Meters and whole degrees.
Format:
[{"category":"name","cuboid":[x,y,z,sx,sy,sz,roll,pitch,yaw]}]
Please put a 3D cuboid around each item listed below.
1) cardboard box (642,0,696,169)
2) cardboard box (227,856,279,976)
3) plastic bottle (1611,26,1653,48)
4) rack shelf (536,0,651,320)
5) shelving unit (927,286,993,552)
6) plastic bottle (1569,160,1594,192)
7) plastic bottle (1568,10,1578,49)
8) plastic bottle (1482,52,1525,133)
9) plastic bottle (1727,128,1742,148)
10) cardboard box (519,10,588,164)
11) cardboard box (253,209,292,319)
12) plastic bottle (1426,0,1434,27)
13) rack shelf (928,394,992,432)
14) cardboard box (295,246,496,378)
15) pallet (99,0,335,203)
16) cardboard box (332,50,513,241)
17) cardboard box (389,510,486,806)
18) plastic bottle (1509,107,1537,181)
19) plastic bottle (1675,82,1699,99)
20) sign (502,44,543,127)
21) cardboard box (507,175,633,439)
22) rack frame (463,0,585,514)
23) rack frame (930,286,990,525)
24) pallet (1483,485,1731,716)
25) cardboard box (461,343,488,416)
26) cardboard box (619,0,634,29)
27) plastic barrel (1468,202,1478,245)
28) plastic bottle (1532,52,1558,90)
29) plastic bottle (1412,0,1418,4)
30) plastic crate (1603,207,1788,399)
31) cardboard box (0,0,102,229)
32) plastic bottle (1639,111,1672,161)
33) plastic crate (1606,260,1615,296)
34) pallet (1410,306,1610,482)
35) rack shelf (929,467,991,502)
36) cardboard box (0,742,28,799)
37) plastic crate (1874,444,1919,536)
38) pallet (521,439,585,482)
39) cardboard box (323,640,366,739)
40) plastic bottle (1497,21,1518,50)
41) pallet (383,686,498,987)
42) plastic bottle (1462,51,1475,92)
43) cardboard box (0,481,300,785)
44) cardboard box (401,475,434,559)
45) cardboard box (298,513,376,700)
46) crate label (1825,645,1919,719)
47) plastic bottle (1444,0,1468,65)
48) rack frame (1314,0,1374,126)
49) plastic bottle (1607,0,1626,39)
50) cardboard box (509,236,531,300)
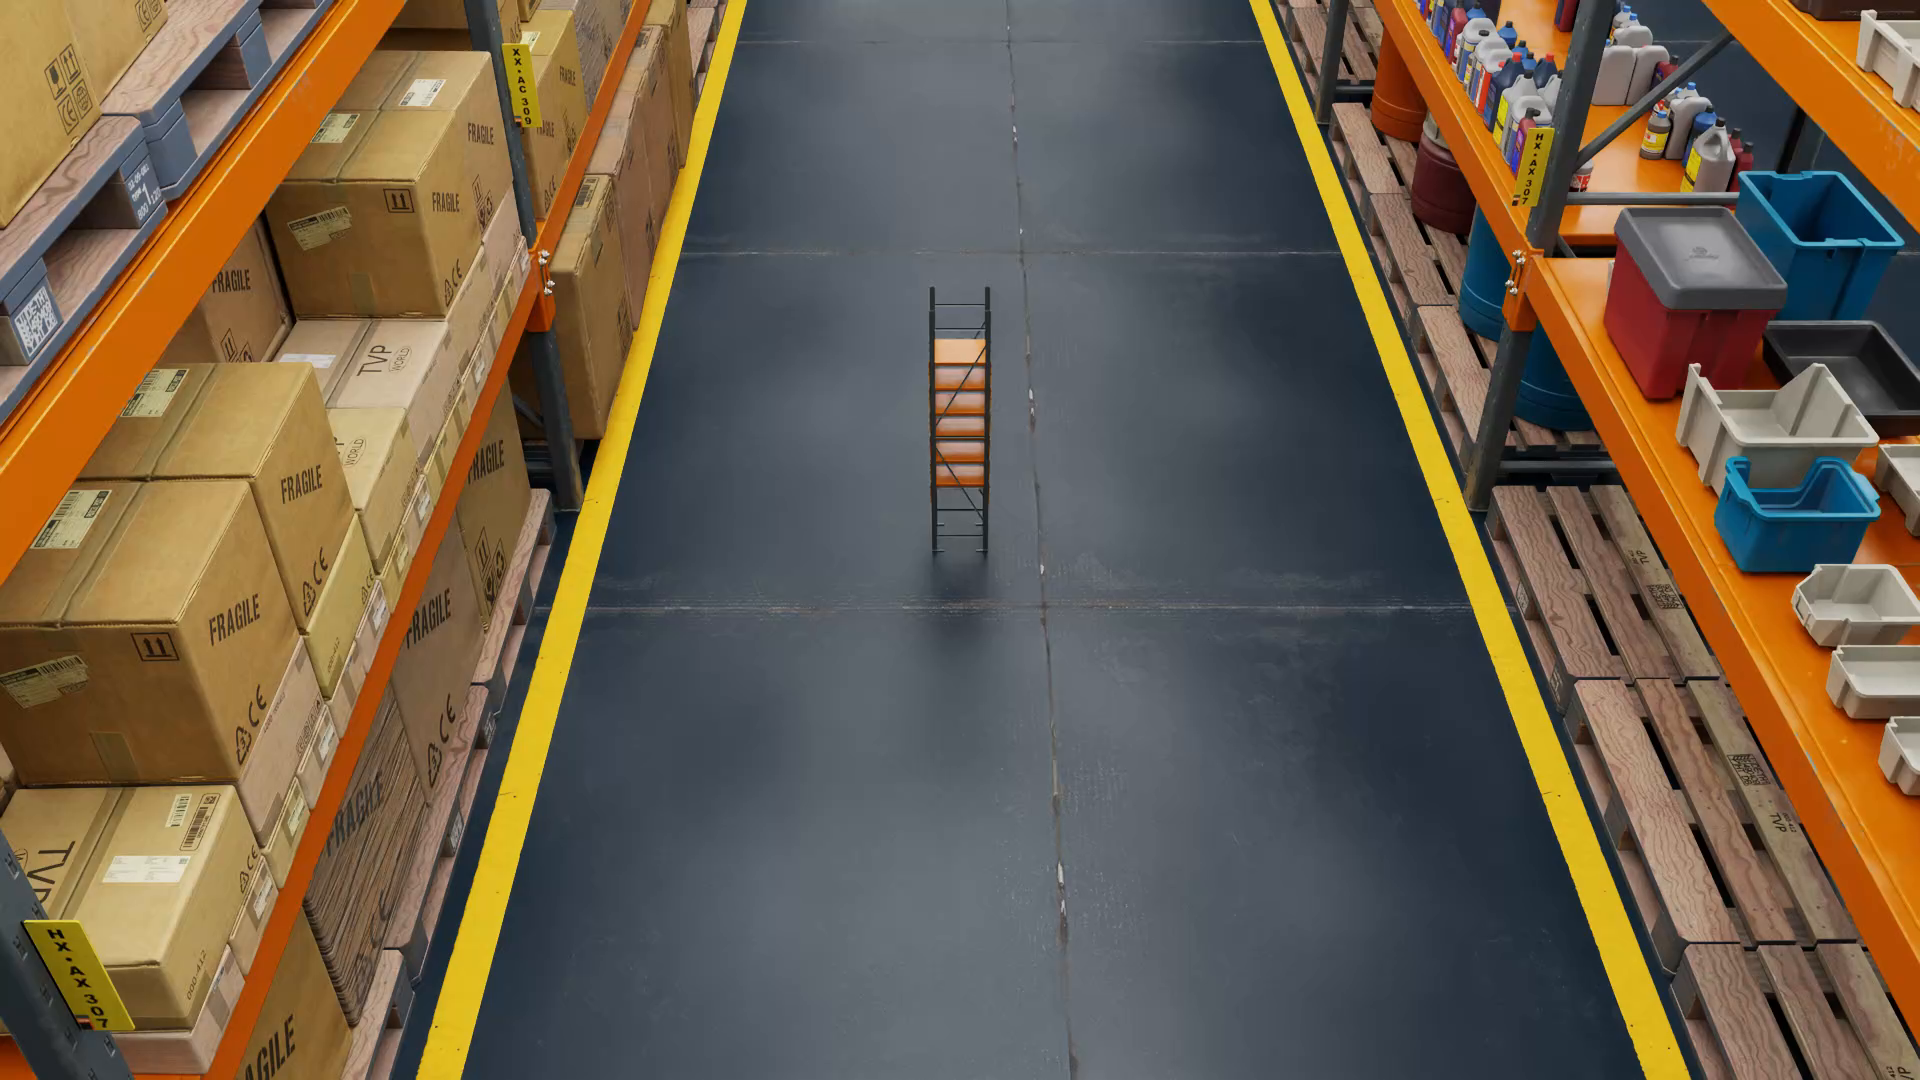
[{"category":"cardboard box","cuboid":[-2.214,-2.730,9.621,1.225,0.875,0.875,-2,39,-2]},{"category":"cardboard box","cuboid":[-1.857,0.891,3.940,0.380,0.149,0.250,-1,39,-1]},{"category":"plastic bottle","cuboid":[3.142,-2.294,7.814,0.152,0.276,0.135,0,39,0]},{"category":"rack shelf","cuboid":[-2.192,-2.295,8.291,1.077,0.370,4.000,0,39,0]},{"category":"shelving unit","cuboid":[0.000,-0.477,6.886,0.258,1.200,0.189,0,39,0]},{"category":"plastic bottle","cuboid":[2.564,-1.509,6.894,0.097,0.201,0.097,0,39,0]},{"category":"plastic bottle","cuboid":[3.025,-2.487,8.057,0.097,0.271,0.097,0,39,0]},{"category":"plastic bottle","cuboid":[2.435,-2.000,7.386,0.144,0.351,0.185,0,39,0]},{"category":"plastic bottle","cuboid":[3.189,-1.597,6.937,0.061,0.283,0.133,0,39,0]},{"category":"cardboard box","cuboid":[-1.942,-1.967,7.226,0.500,0.500,0.500,0,39,0]},{"category":"cardboard box","cuboid":[-2.452,-1.068,5.466,0.500,0.500,0.500,0,39,0]},{"category":"plastic bottle","cuboid":[2.410,-2.715,8.342,0.097,0.271,0.097,0,39,0]},{"category":"rack shelf","cuboid":[0.000,-0.536,6.839,0.258,0.103,0.180,0,39,0]},{"category":"cardboard box","cuboid":[-1.924,-0.784,5.711,0.500,0.250,0.500,1,39,1]},{"category":"pallet","cuboid":[-2.201,-1.189,4.007,1.003,0.211,1.213,0,39,0]},{"category":"cardboard box","cuboid":[-1.922,-1.388,5.866,0.500,0.500,0.500,1,39,1]},{"category":"cardboard box","cuboid":[-2.268,0.315,5.821,0.875,0.875,0.875,0,39,0]},{"category":"plastic bottle","cuboid":[2.393,-1.674,7.034,0.061,0.283,0.133,0,39,0]},{"category":"plastic bottle","cuboid":[3.170,-1.870,7.288,0.097,0.271,0.097,0,39,0]},{"category":"sign","cuboid":[-1.635,-1.696,6.212,0.100,0.325,0.005,0,39,0]},{"category":"cardboard box","cuboid":[-2.211,-1.060,7.538,1.225,0.875,0.875,0,39,0]},{"category":"rack frame","cuboid":[-2.190,-1.325,6.505,1.000,3.000,0.127,0,39,0]},{"category":"rack frame","cuboid":[0.000,-0.534,6.957,0.240,1.200,0.006,0,39,0]},{"category":"pallet","cuboid":[2.803,0.219,6.808,1.003,0.211,1.213,0,39,0]},{"category":"cardboard box","cuboid":[-1.861,-0.555,5.744,0.380,0.149,0.250,1,39,1]},{"category":"cardboard box","cuboid":[-1.948,-2.921,8.416,0.500,0.500,0.500,-1,39,-2]},{"category":"plastic barrel","cuboid":[2.867,-1.658,8.574,0.421,0.512,0.421,0,39,0]},{"category":"plastic bottle","cuboid":[2.579,-2.000,7.387,0.144,0.351,0.185,0,39,0]},{"category":"plastic bottle","cuboid":[2.409,-2.920,8.598,0.097,0.271,0.097,0,39,0]},{"category":"plastic crate","cuboid":[2.513,-0.819,5.774,0.402,0.464,0.583,0,39,0]},{"category":"cardboard box","cuboid":[-2.120,-0.914,3.097,0.700,0.500,0.500,-1,39,-2]},{"category":"plastic bottle","cuboid":[3.018,-1.758,7.204,0.097,0.201,0.097,0,39,0]},{"category":"plastic crate","cuboid":[2.621,-0.958,6.210,0.396,0.136,0.243,0,39,0]},{"category":"pallet","cuboid":[2.804,-0.723,7.984,1.003,0.211,1.213,0,39,0]},{"category":"rack shelf","cuboid":[0.000,-0.255,7.064,0.258,0.103,0.180,0,39,0]},{"category":"cardboard box","cuboid":[-2.451,0.498,4.112,0.500,0.250,0.500,-1,39,-1]},{"category":"plastic crate","cuboid":[3.066,-0.161,5.215,0.293,0.136,0.466,0,39,0]},{"category":"pallet","cuboid":[-2.266,-0.720,7.979,1.003,0.211,1.213,0,39,0]},{"category":"cardboard box","cuboid":[-1.859,0.409,4.542,0.380,0.149,0.250,-1,39,-1]},{"category":"plastic bottle","cuboid":[2.563,-2.310,7.837,0.097,0.271,0.097,0,39,0]},{"category":"pallet","cuboid":[-2.263,1.003,5.830,1.003,0.211,1.213,0,39,0]},{"category":"plastic bottle","cuboid":[2.411,-2.198,7.753,0.097,0.201,0.097,0,39,0]},{"category":"cardboard box","cuboid":[-1.916,0.213,3.868,0.500,0.500,0.500,-1,39,-1]},{"category":"cardboard box","cuboid":[-1.861,-0.074,5.145,0.380,0.149,0.250,1,39,1]},{"category":"cardboard box","cuboid":[-1.920,0.179,4.510,0.500,0.250,0.500,-1,39,-2]},{"category":"crate label","cuboid":[2.575,0.387,4.532,0.396,0.136,0.243,0,39,0]},{"category":"plastic bottle","cuboid":[2.392,-2.447,7.999,0.061,0.283,0.133,0,39,0]},{"category":"rack frame","cuboid":[2.758,-3.830,9.631,1.000,3.000,0.127,0,39,0]},{"category":"plastic bottle","cuboid":[3.146,-2.545,8.067,0.144,0.351,0.185,0,39,0]},{"category":"cardboard box","cuboid":[-1.862,-1.037,6.346,0.380,0.149,0.250,0,39,0]}]
